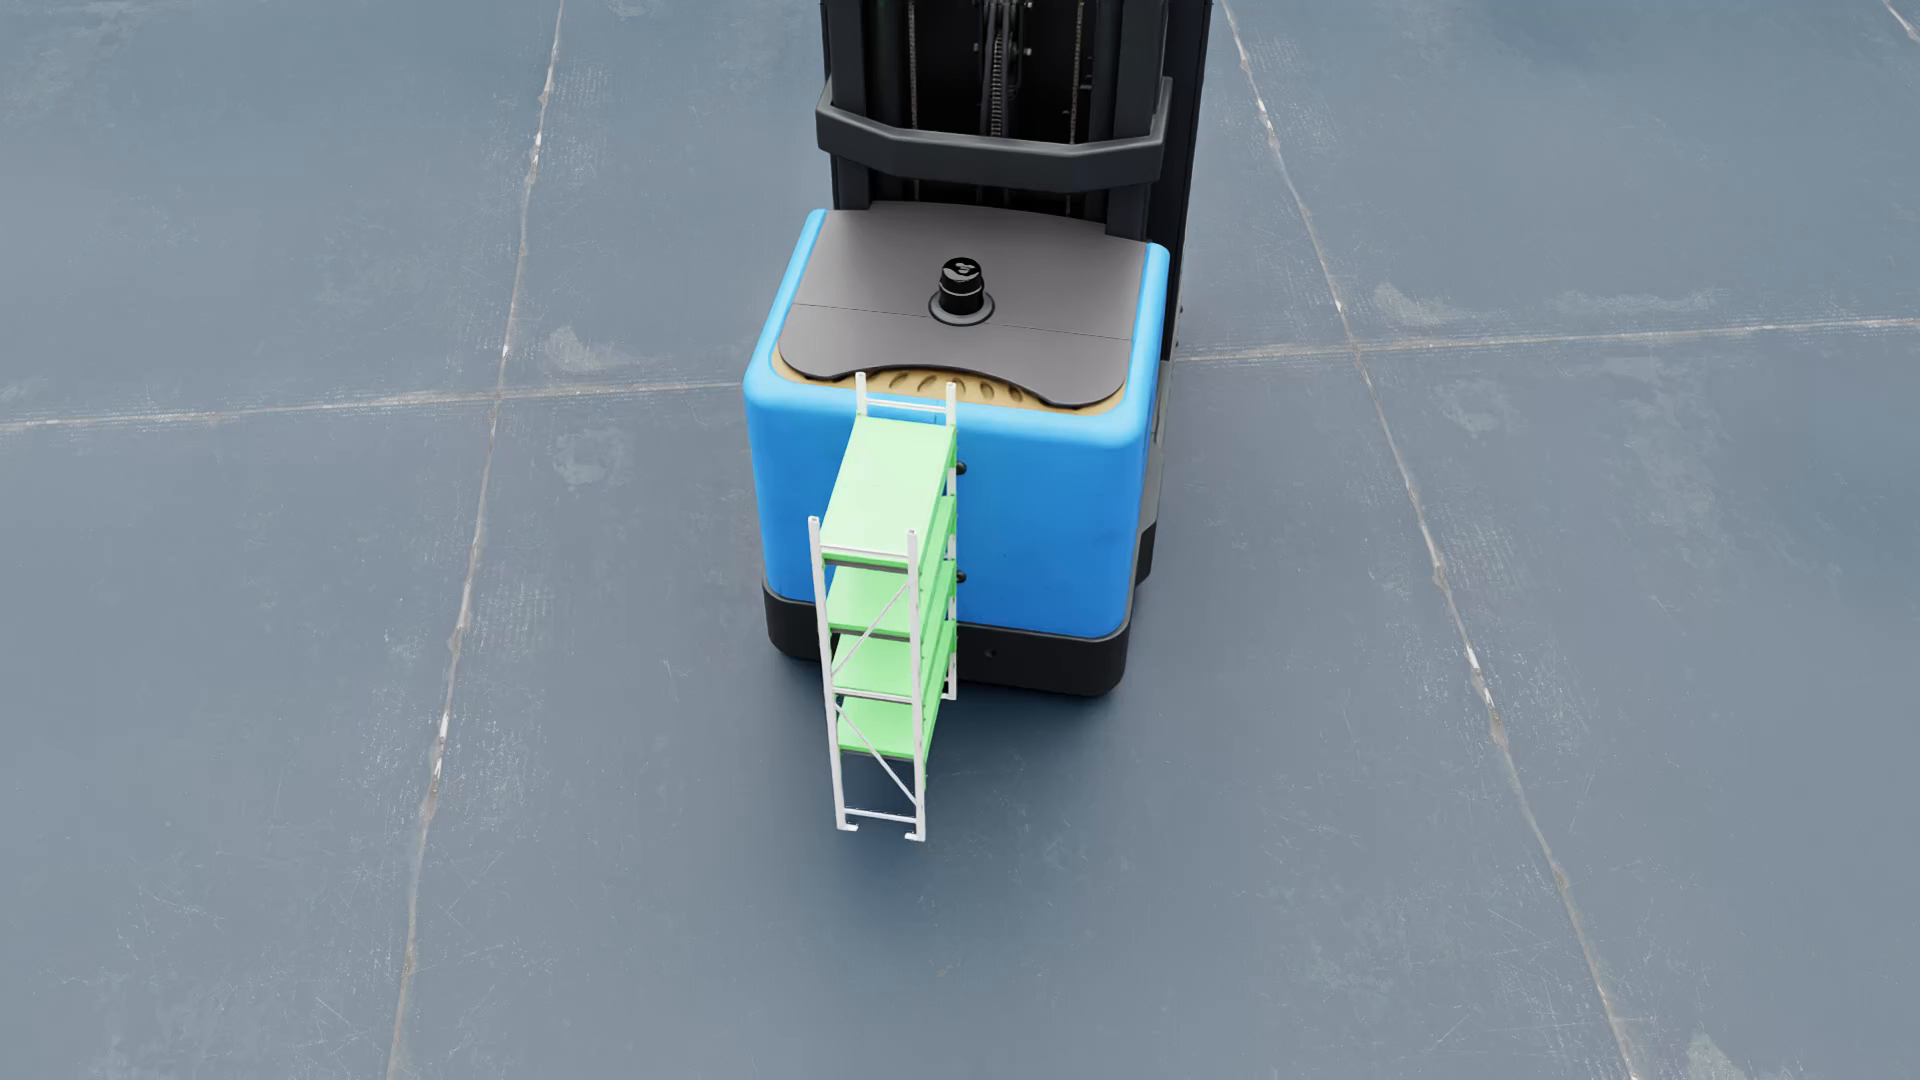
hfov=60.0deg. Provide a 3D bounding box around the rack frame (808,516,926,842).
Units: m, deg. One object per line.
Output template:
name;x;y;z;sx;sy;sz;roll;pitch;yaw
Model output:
rack frame;-0.212;0.381;4.063;0.240;1.200;0.015;7;47;7

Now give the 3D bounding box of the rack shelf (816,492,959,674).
rack shelf;-0.171;0.085;4.101;0.258;0.148;0.480;7;47;7

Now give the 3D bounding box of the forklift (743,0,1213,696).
forklift;0.194;-1.651;4.795;1.130;2.935;3.031;7;47;7

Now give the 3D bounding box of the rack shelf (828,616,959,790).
rack shelf;-0.171;0.415;4.449;0.258;0.148;0.480;7;47;7

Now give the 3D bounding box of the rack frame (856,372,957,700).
rack frame;-0.130;0.031;4.394;0.240;1.200;0.015;7;47;7

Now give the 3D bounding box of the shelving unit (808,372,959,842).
shelving unit;-0.171;0.206;4.229;0.258;1.200;0.503;7;47;7

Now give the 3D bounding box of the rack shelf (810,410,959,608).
rack shelf;-0.171;-0.080;3.926;0.258;0.148;0.480;7;47;7

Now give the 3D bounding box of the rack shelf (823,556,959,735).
rack shelf;-0.171;0.250;4.275;0.258;0.148;0.480;7;47;7
